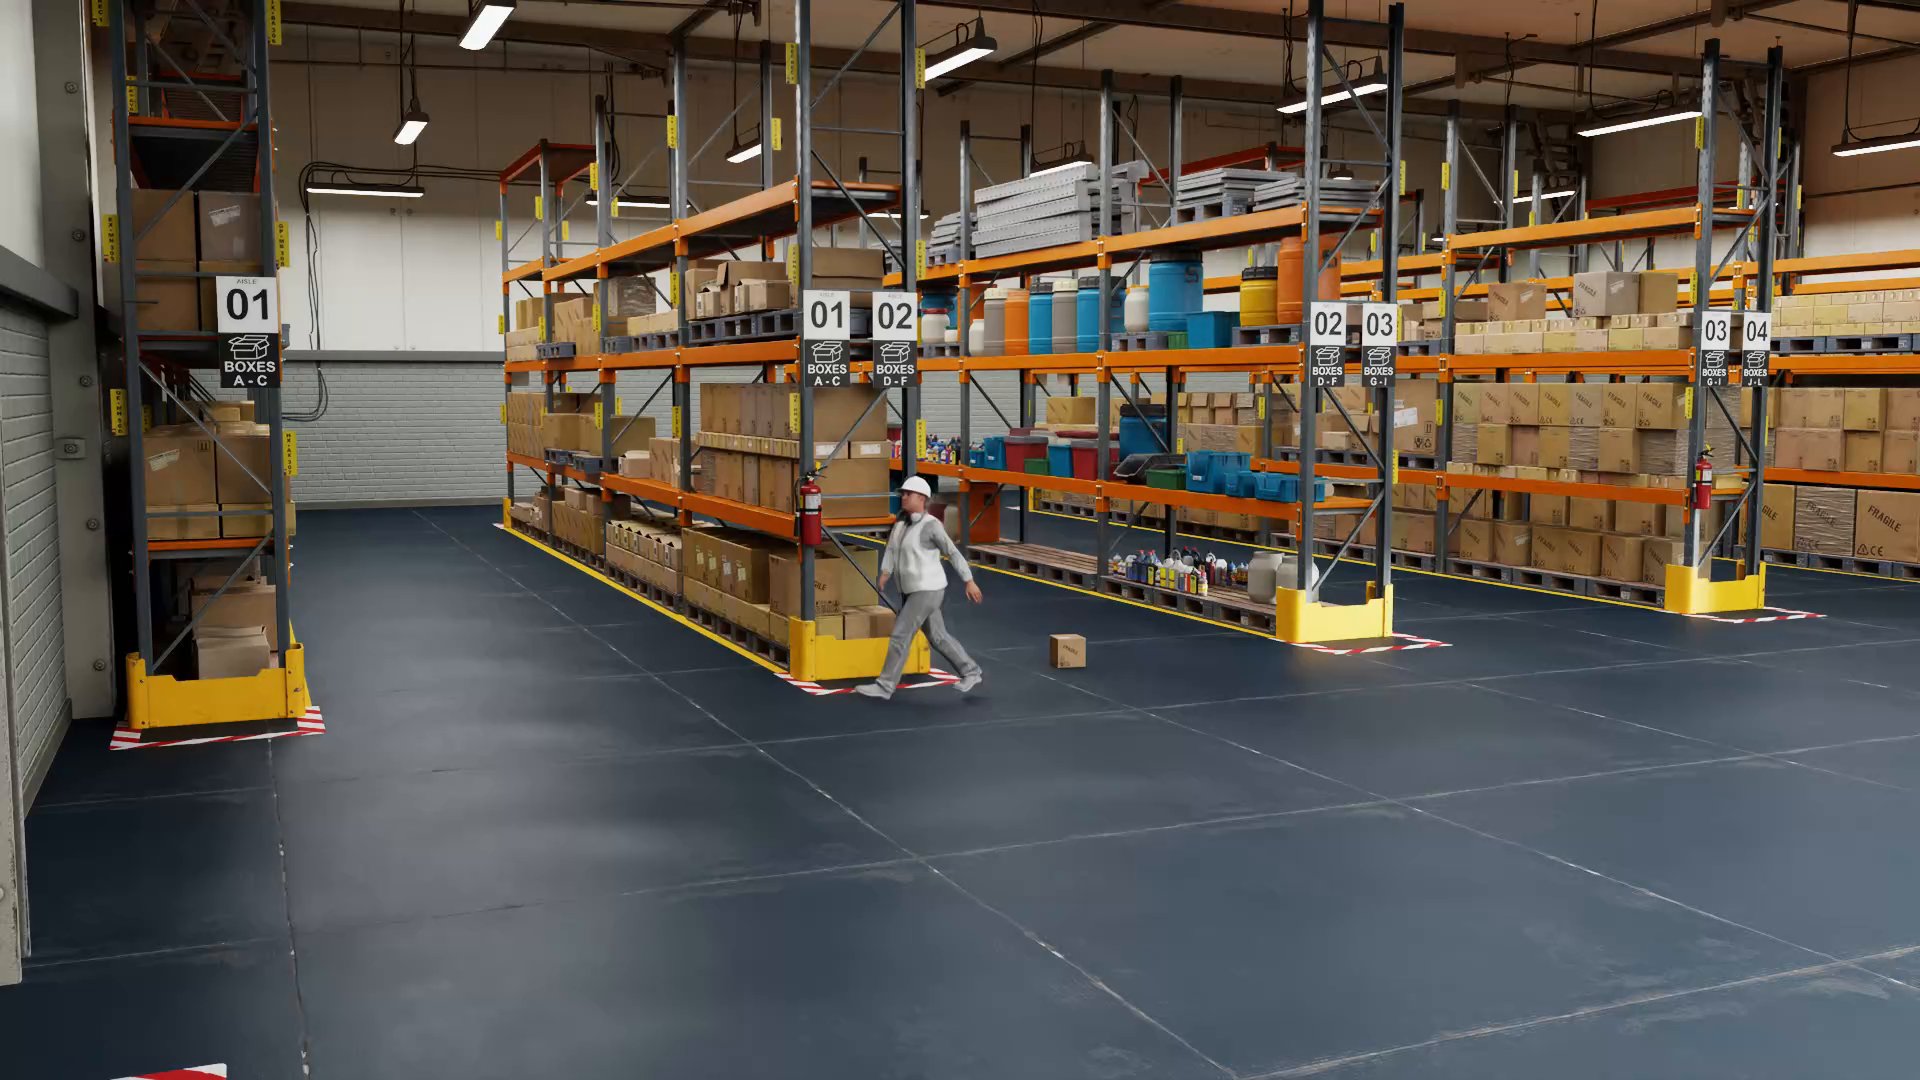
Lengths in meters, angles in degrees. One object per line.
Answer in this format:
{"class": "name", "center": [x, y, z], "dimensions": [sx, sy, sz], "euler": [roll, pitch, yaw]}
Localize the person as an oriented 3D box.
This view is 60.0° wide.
{"class": "person", "center": [-0.322, 0.366, 12.834], "dimensions": [1.048, 1.712, 0.450], "euler": [-3, 6, -25]}
